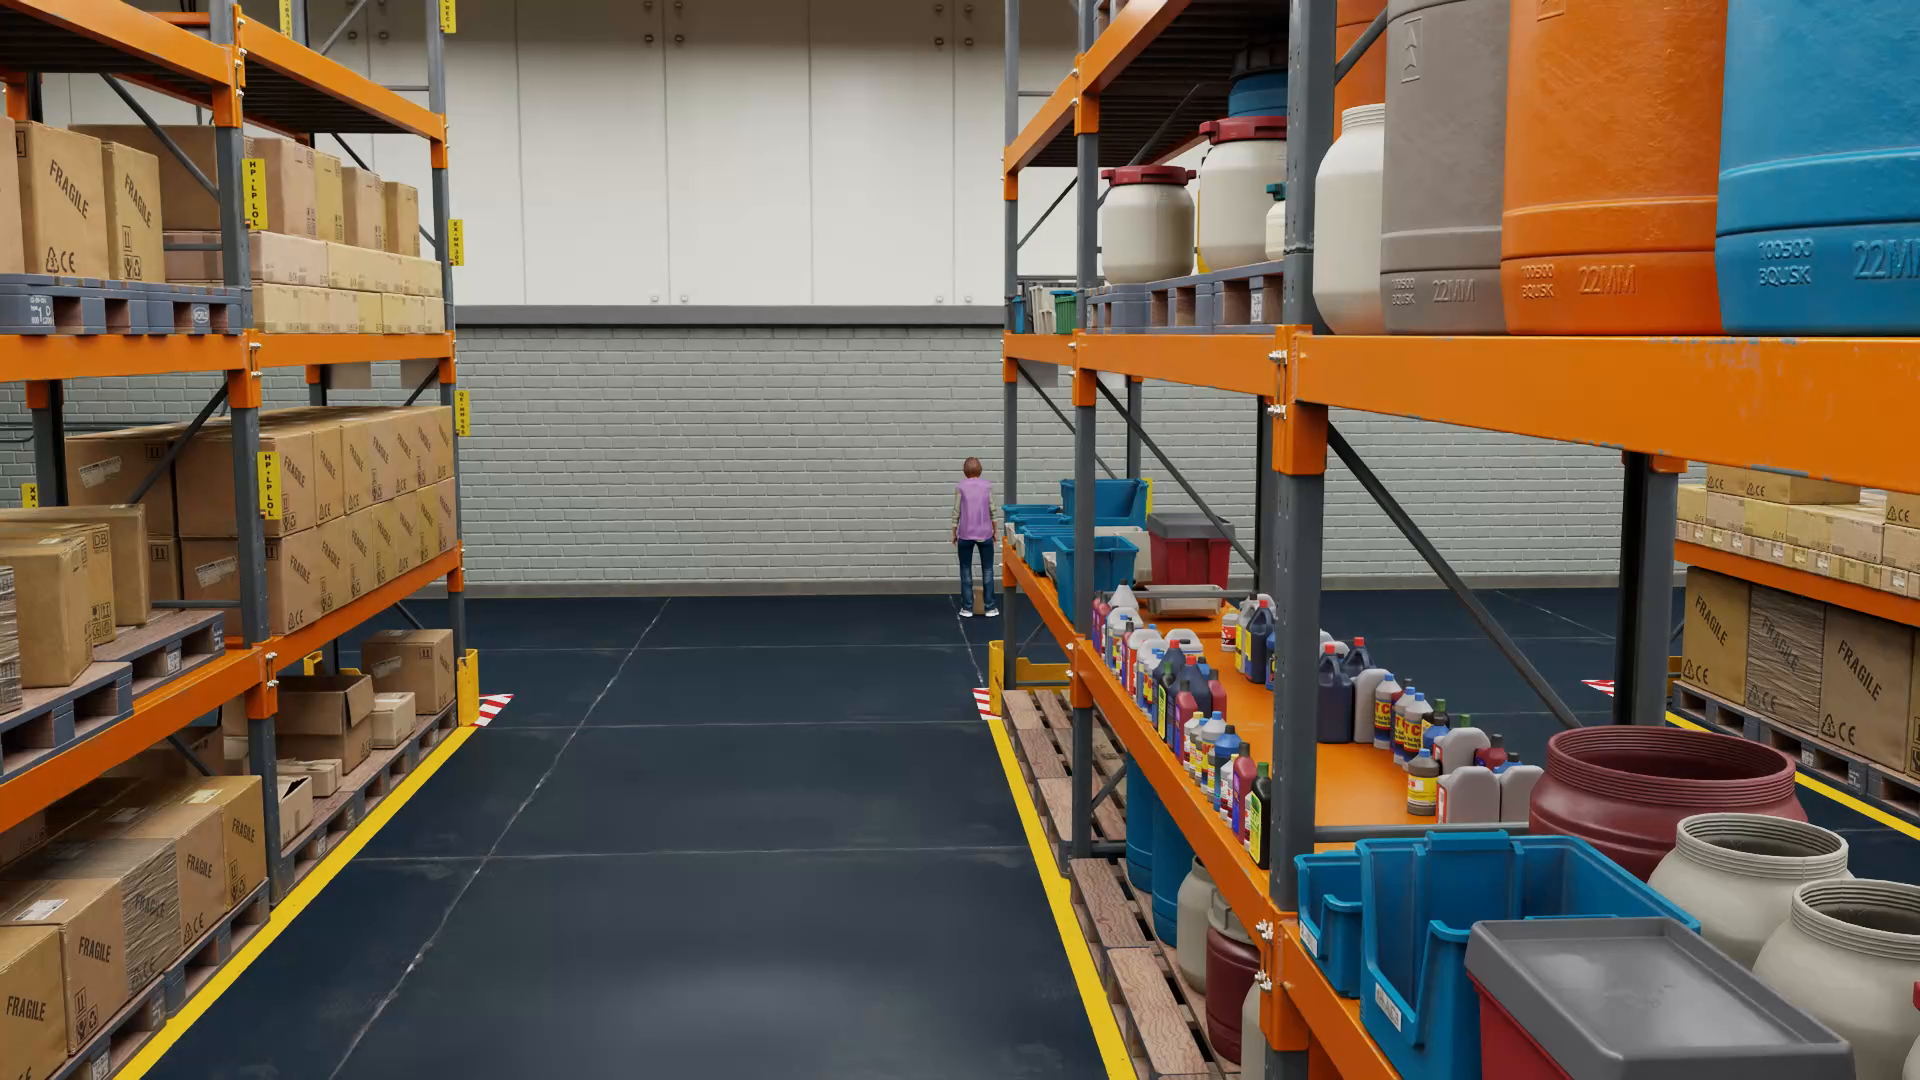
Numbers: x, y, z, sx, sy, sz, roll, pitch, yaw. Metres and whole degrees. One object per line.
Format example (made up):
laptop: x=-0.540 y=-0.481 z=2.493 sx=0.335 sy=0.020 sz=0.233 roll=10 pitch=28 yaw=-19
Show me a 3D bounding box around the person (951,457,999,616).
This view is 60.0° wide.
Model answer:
person: x=0.153 y=-0.027 z=16.528 sx=0.484 sy=1.592 sz=0.347 roll=0 pitch=7 yaw=-4
